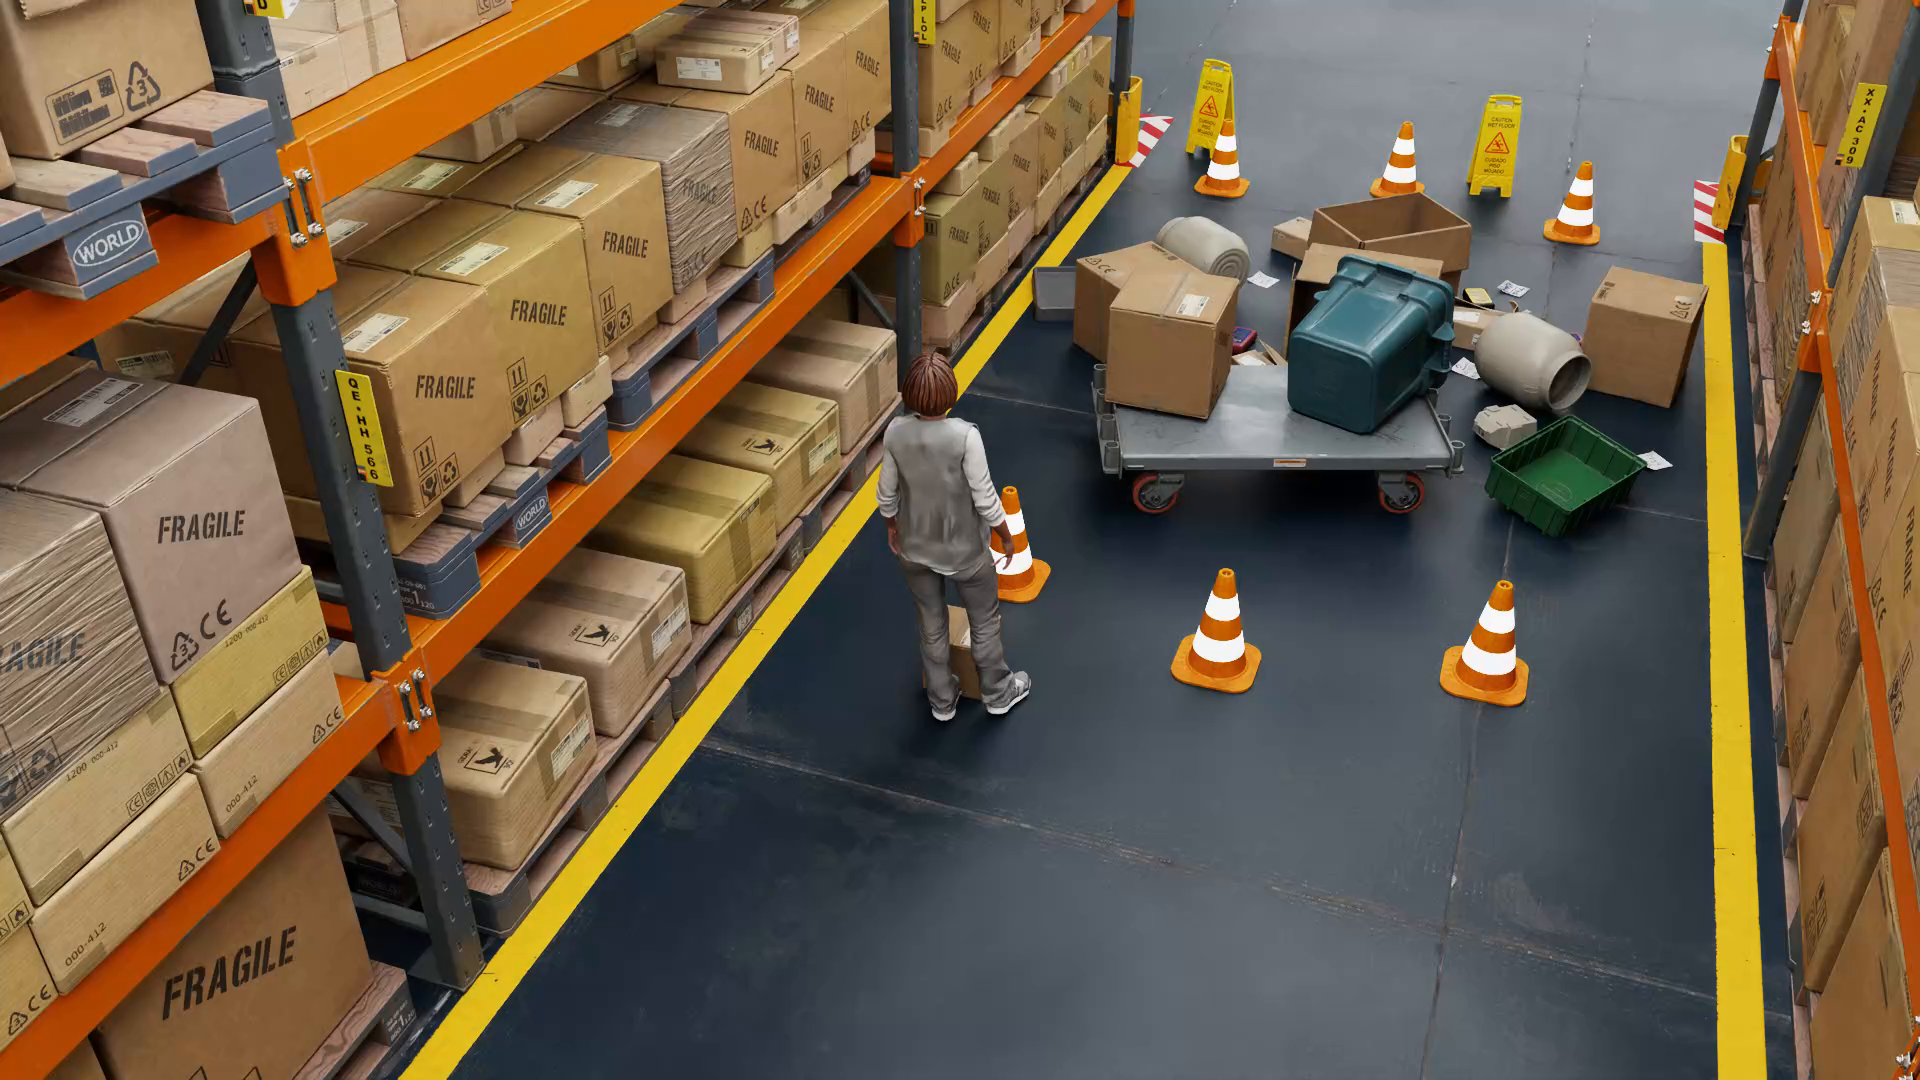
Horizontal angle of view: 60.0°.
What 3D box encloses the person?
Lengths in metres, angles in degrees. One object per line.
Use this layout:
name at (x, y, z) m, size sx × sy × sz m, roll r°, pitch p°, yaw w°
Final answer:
person at (-0.022, -0.013, 6.153) m, size 0.520 × 1.596 × 0.475 m, roll 11°, pitch 35°, yaw 16°
